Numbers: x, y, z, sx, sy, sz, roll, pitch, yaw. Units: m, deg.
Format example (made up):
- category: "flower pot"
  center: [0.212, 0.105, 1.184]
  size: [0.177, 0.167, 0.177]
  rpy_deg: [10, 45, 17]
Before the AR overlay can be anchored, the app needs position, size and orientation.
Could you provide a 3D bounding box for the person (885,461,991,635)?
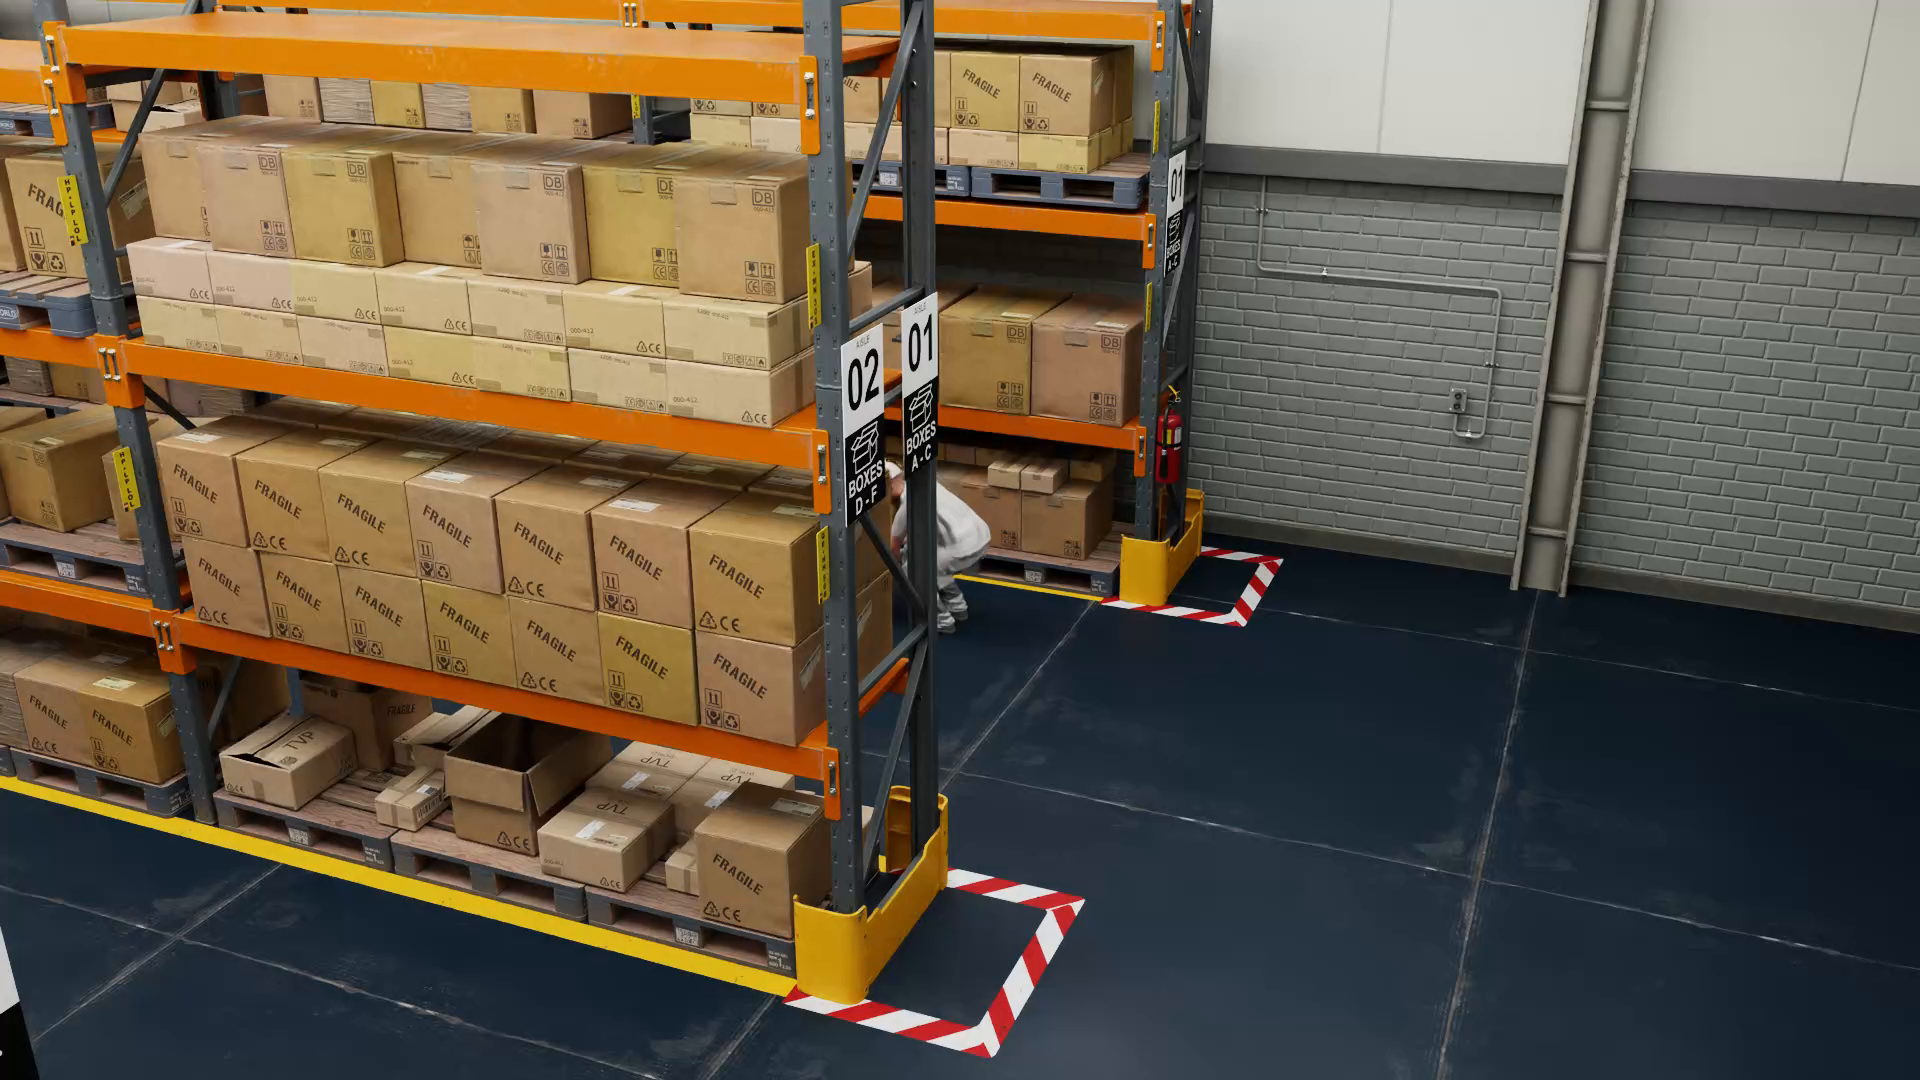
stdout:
- category: "person"
  center: [-0.223, 0.049, 11.588]
  size: [0.845, 1.186, 0.586]
  rpy_deg: [9, 24, 20]
